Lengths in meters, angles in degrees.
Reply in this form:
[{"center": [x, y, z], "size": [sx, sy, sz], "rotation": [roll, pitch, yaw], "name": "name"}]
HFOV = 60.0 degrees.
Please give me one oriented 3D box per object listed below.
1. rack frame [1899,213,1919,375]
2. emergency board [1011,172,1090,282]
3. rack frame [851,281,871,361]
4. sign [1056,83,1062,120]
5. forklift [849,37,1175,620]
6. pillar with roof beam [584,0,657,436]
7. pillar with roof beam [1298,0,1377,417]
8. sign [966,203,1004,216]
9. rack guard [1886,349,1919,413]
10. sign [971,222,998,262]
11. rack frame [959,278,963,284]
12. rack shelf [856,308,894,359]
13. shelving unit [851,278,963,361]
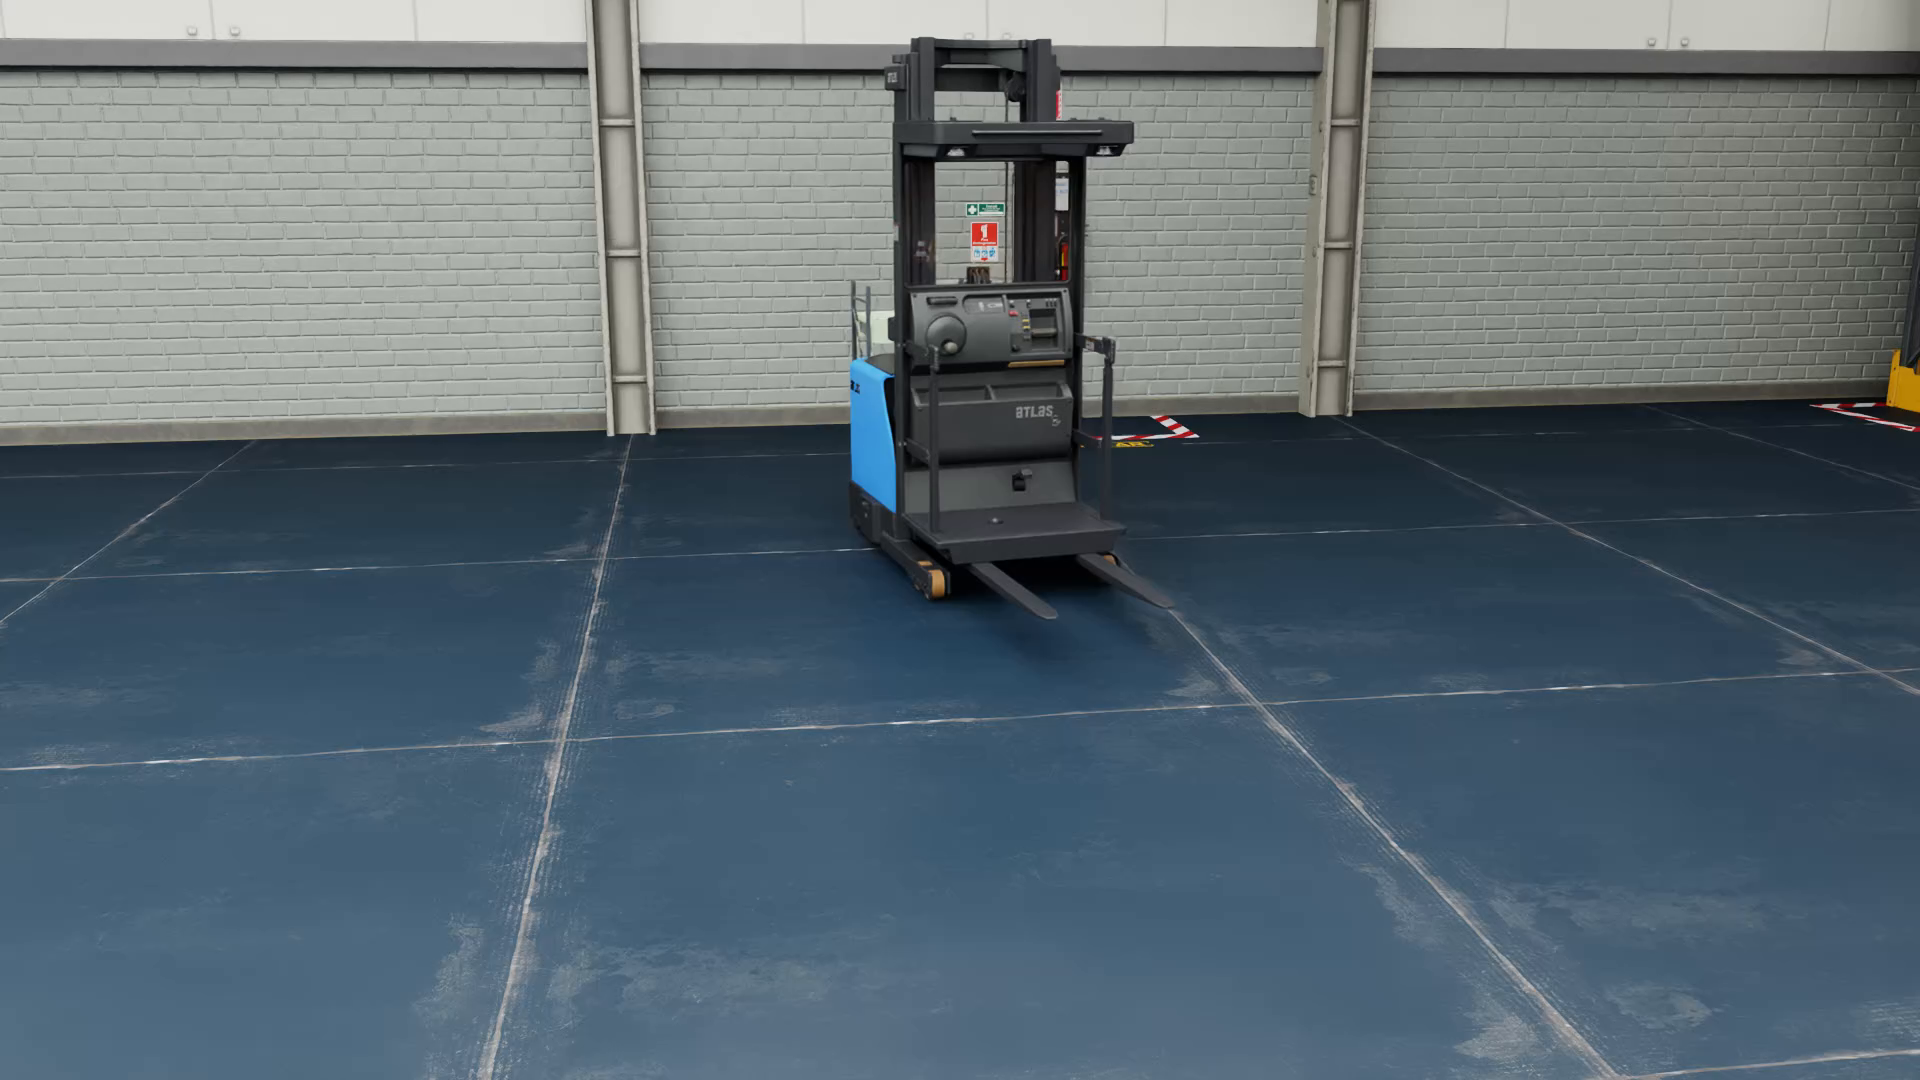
[{"center": [8.586, -2.553, 14.235], "size": [0.127, 3.000, 1.000], "rotation": [-2, 14, -8], "name": "rack frame"}, {"center": [0.767, -2.488, 13.978], "size": [0.643, 1.169, 0.194], "rotation": [-2, 14, -8], "name": "emergency board"}, {"center": [-0.631, -0.896, 10.711], "size": [0.023, 1.500, 0.400], "rotation": [-5, 15, -18], "name": "rack frame"}, {"center": [0.745, -3.637, 13.790], "size": [0.199, 0.298, 0.001], "rotation": [-2, 14, -8], "name": "sign"}, {"center": [0.248, -1.210, 9.020], "size": [1.130, 2.935, 3.031], "rotation": [-5, 15, -18], "name": "forklift"}, {"center": [-2.075, -4.226, 8.573], "size": [0.400, 9.000, 9.100], "rotation": [-2, 14, -8], "name": "pillar with roof beam"}, {"center": [3.858, -4.443, 9.440], "size": [0.400, 9.000, 9.100], "rotation": [-2, 14, -8], "name": "pillar with roof beam"}, {"center": [0.211, -2.766, 13.920], "size": [0.331, 0.109, 0.001], "rotation": [-2, 14, -8], "name": "sign"}, {"center": [8.662, -1.343, 14.550], "size": [0.348, 0.500, 1.175], "rotation": [-2, 14, -8], "name": "rack guard"}, {"center": [0.205, -2.511, 13.993], "size": [0.234, 0.329, 0.001], "rotation": [-2, 14, -8], "name": "sign"}, {"center": [0.064, -0.952, 10.935], "size": [0.023, 1.500, 0.400], "rotation": [-5, 15, -18], "name": "rack frame"}, {"center": [-0.284, -1.303, 10.728], "size": [0.720, 0.370, 0.431], "rotation": [-5, 15, -18], "name": "rack shelf"}, {"center": [-0.283, -0.924, 10.823], "size": [0.755, 1.500, 0.431], "rotation": [-5, 15, -18], "name": "shelving unit"}]
